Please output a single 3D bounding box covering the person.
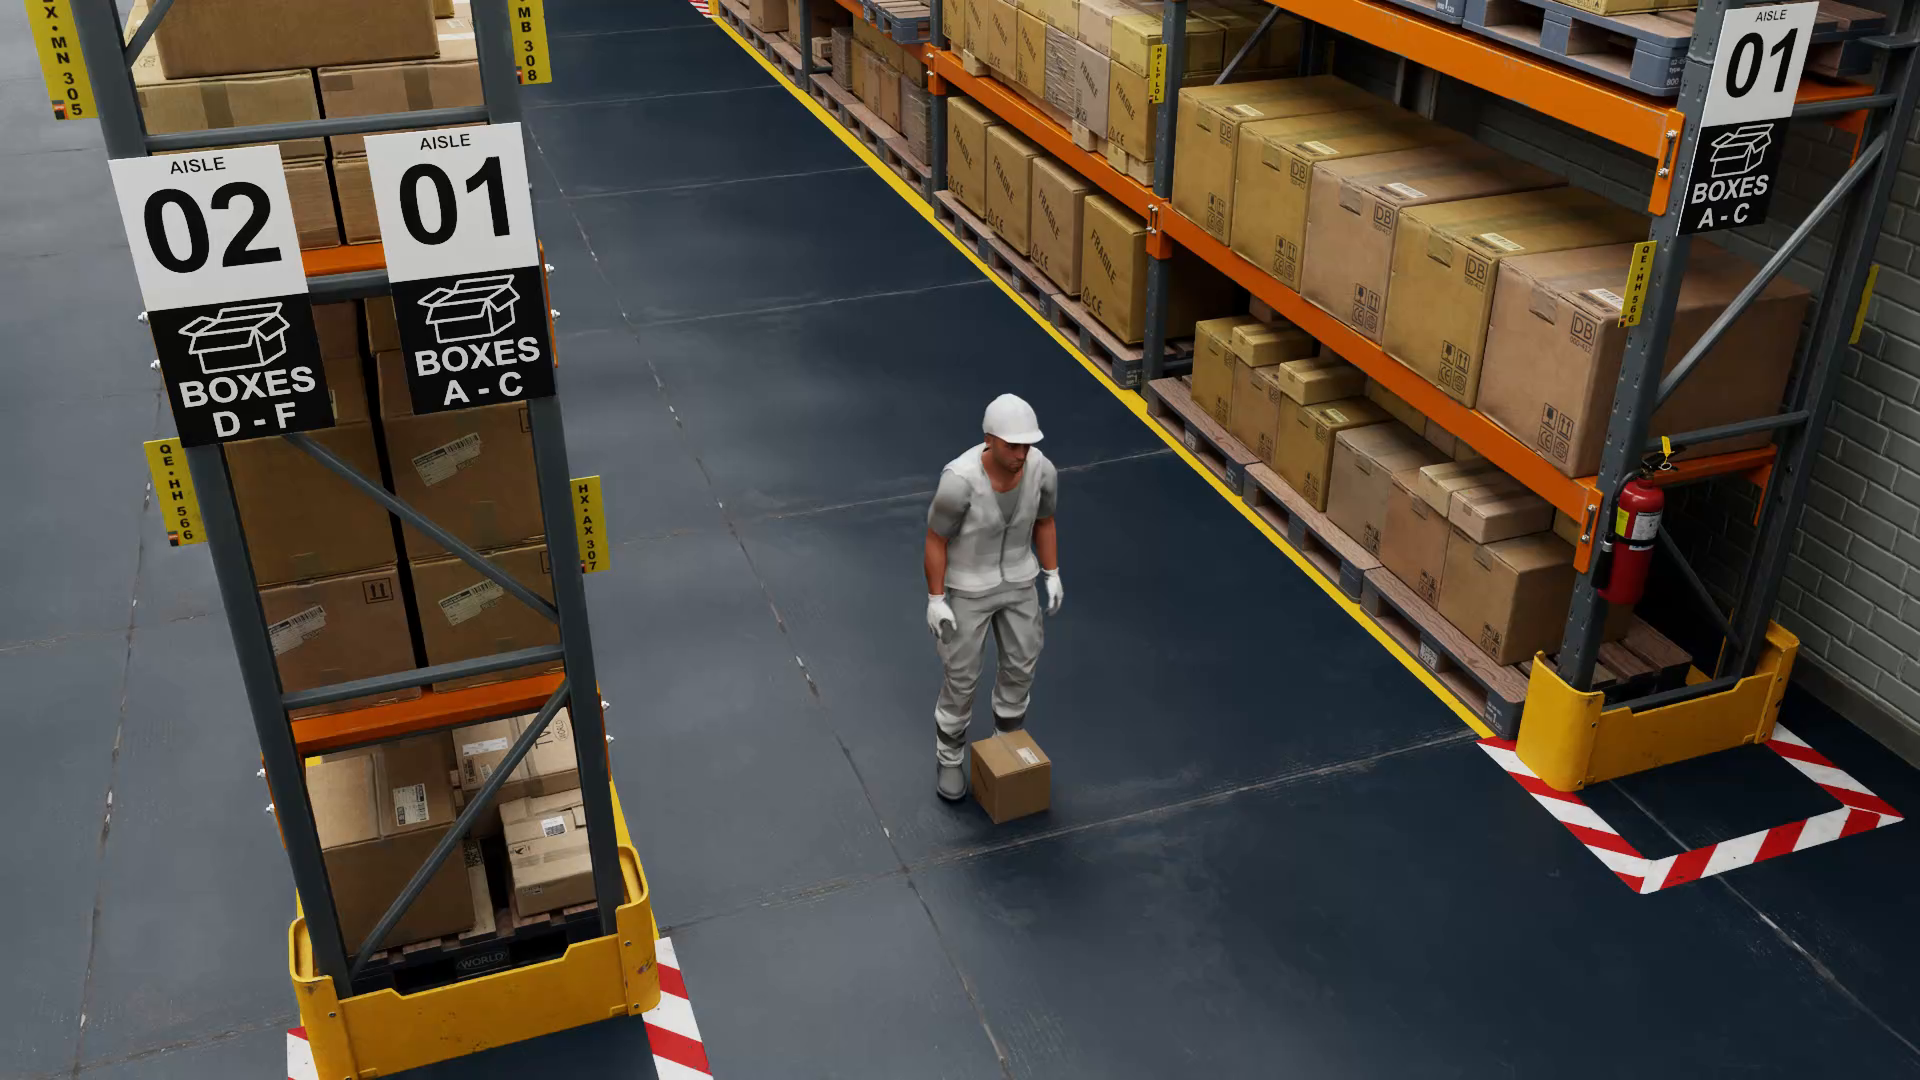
[{"bbox_3d":[0.143,0.214,6.738,0.616,1.778,0.453,-12,32,-21],"label":"person"}]
